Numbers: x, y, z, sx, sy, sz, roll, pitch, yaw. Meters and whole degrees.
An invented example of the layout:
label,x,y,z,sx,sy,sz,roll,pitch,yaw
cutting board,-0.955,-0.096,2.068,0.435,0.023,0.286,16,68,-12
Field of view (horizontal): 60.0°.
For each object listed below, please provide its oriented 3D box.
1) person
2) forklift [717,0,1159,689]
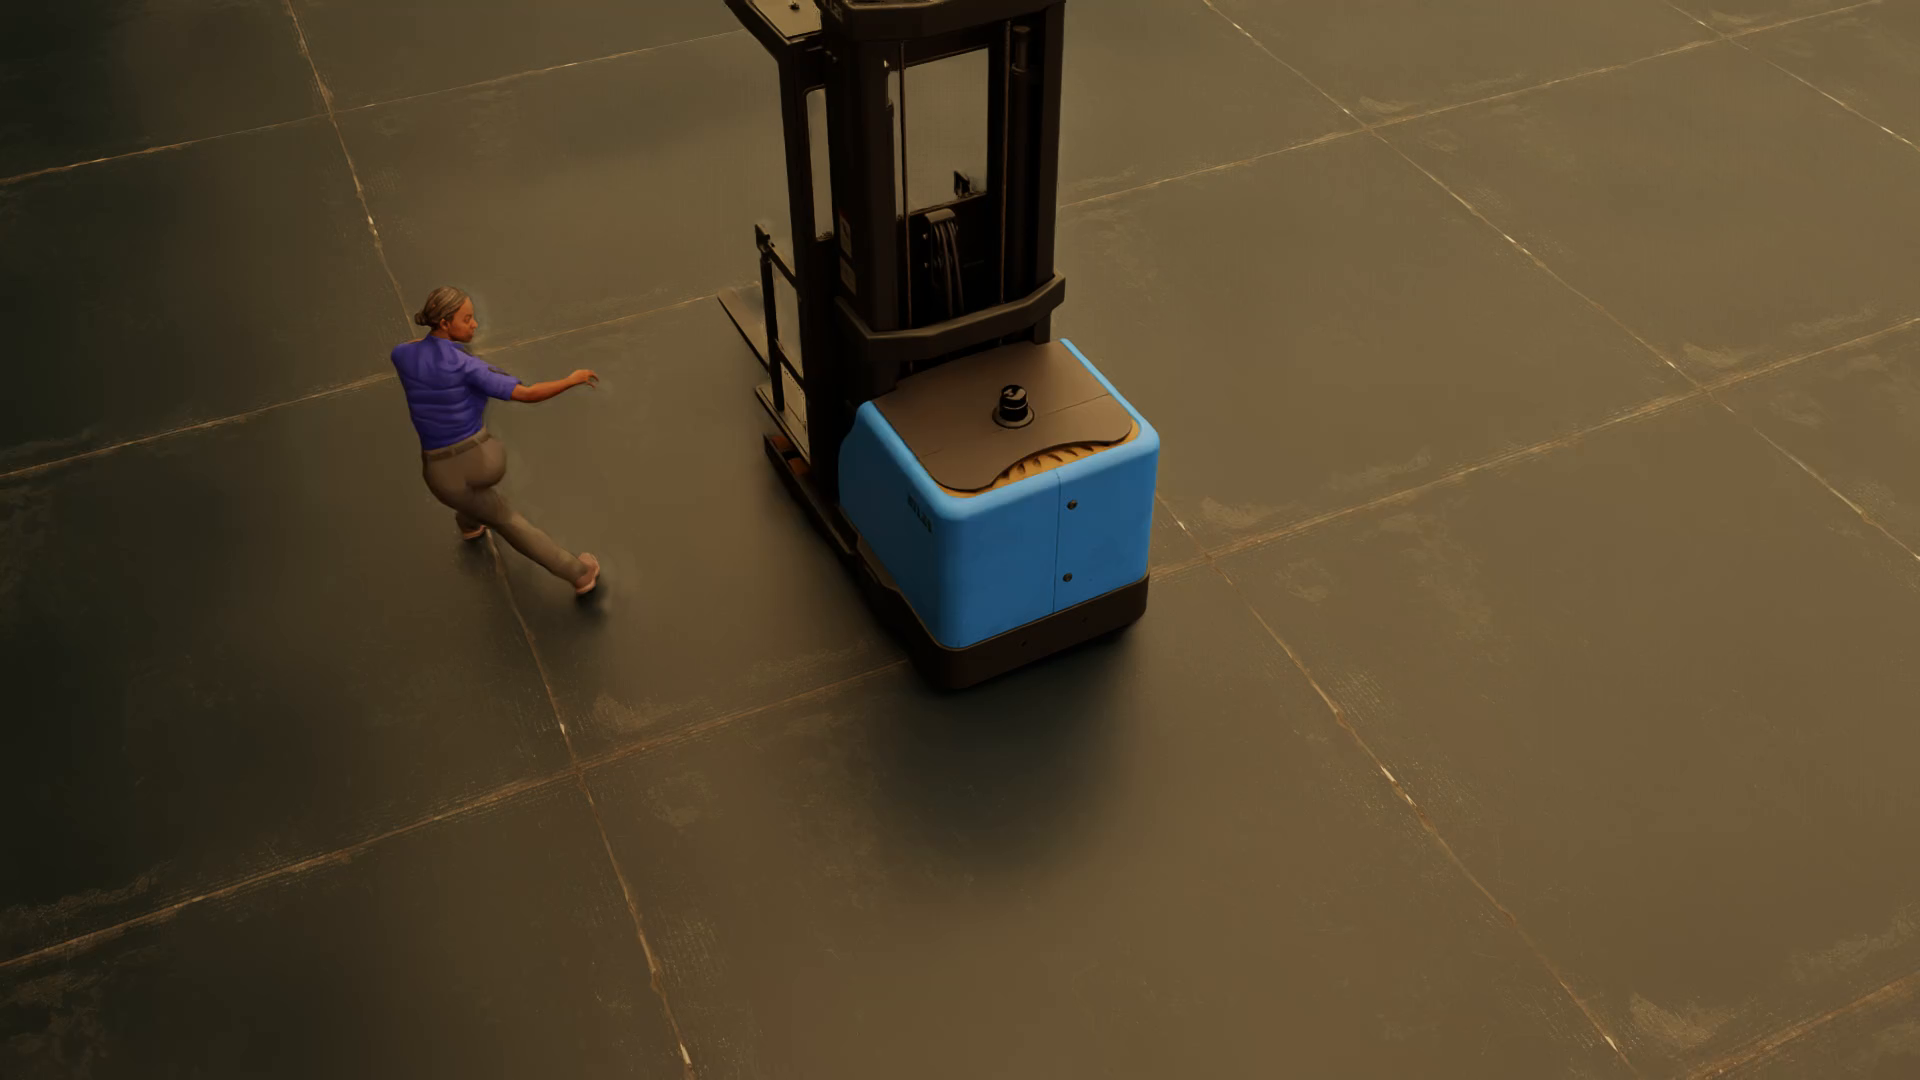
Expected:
label,x,y,z,sx,sy,sz,roll,pitch,yaw
person,-2.000,-0.511,7.356,0.859,1.446,1.052,-8,44,-8
forklift,-0.306,-1.441,7.224,1.130,2.935,3.031,-20,47,-20
